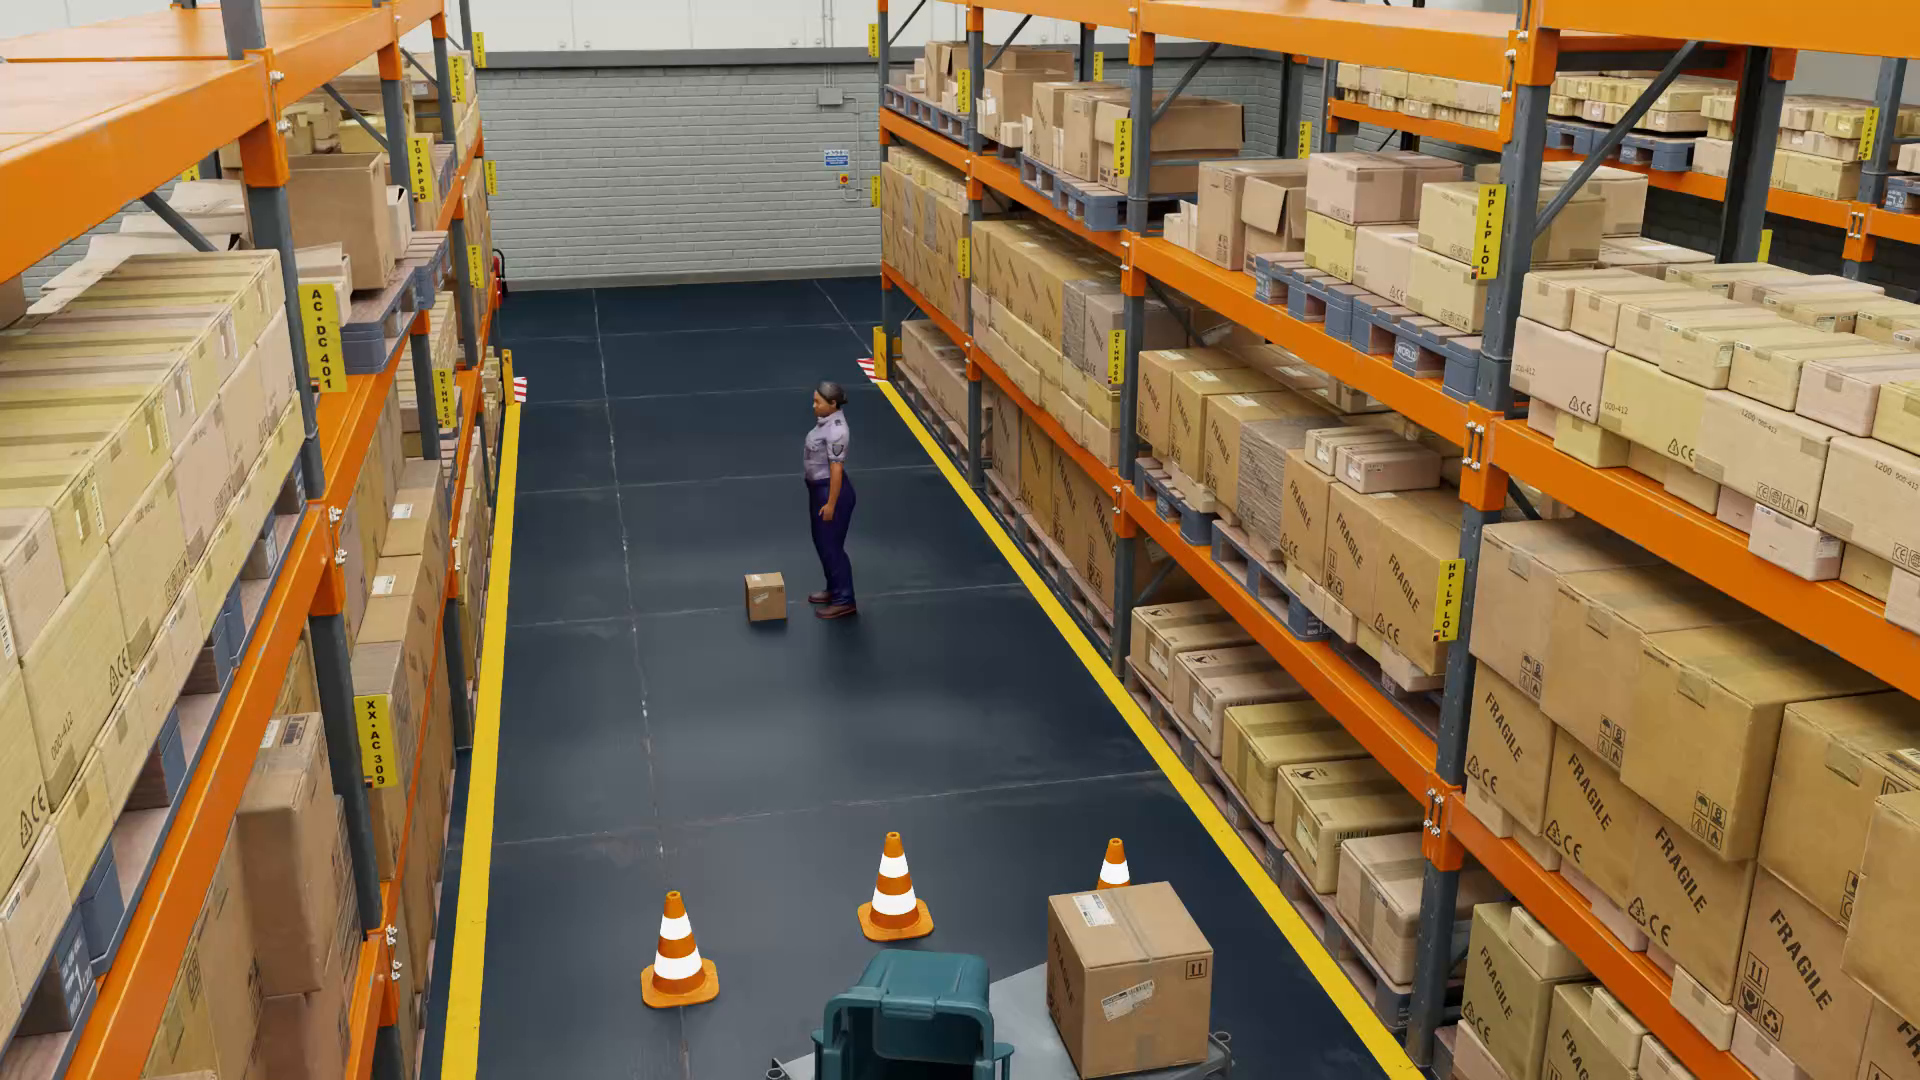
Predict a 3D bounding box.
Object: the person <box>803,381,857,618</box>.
[{"bbox_3d":[-0.894,-0.289,11.417,0.342,1.650,0.470,-4,20,-11],"label":"person"}]
